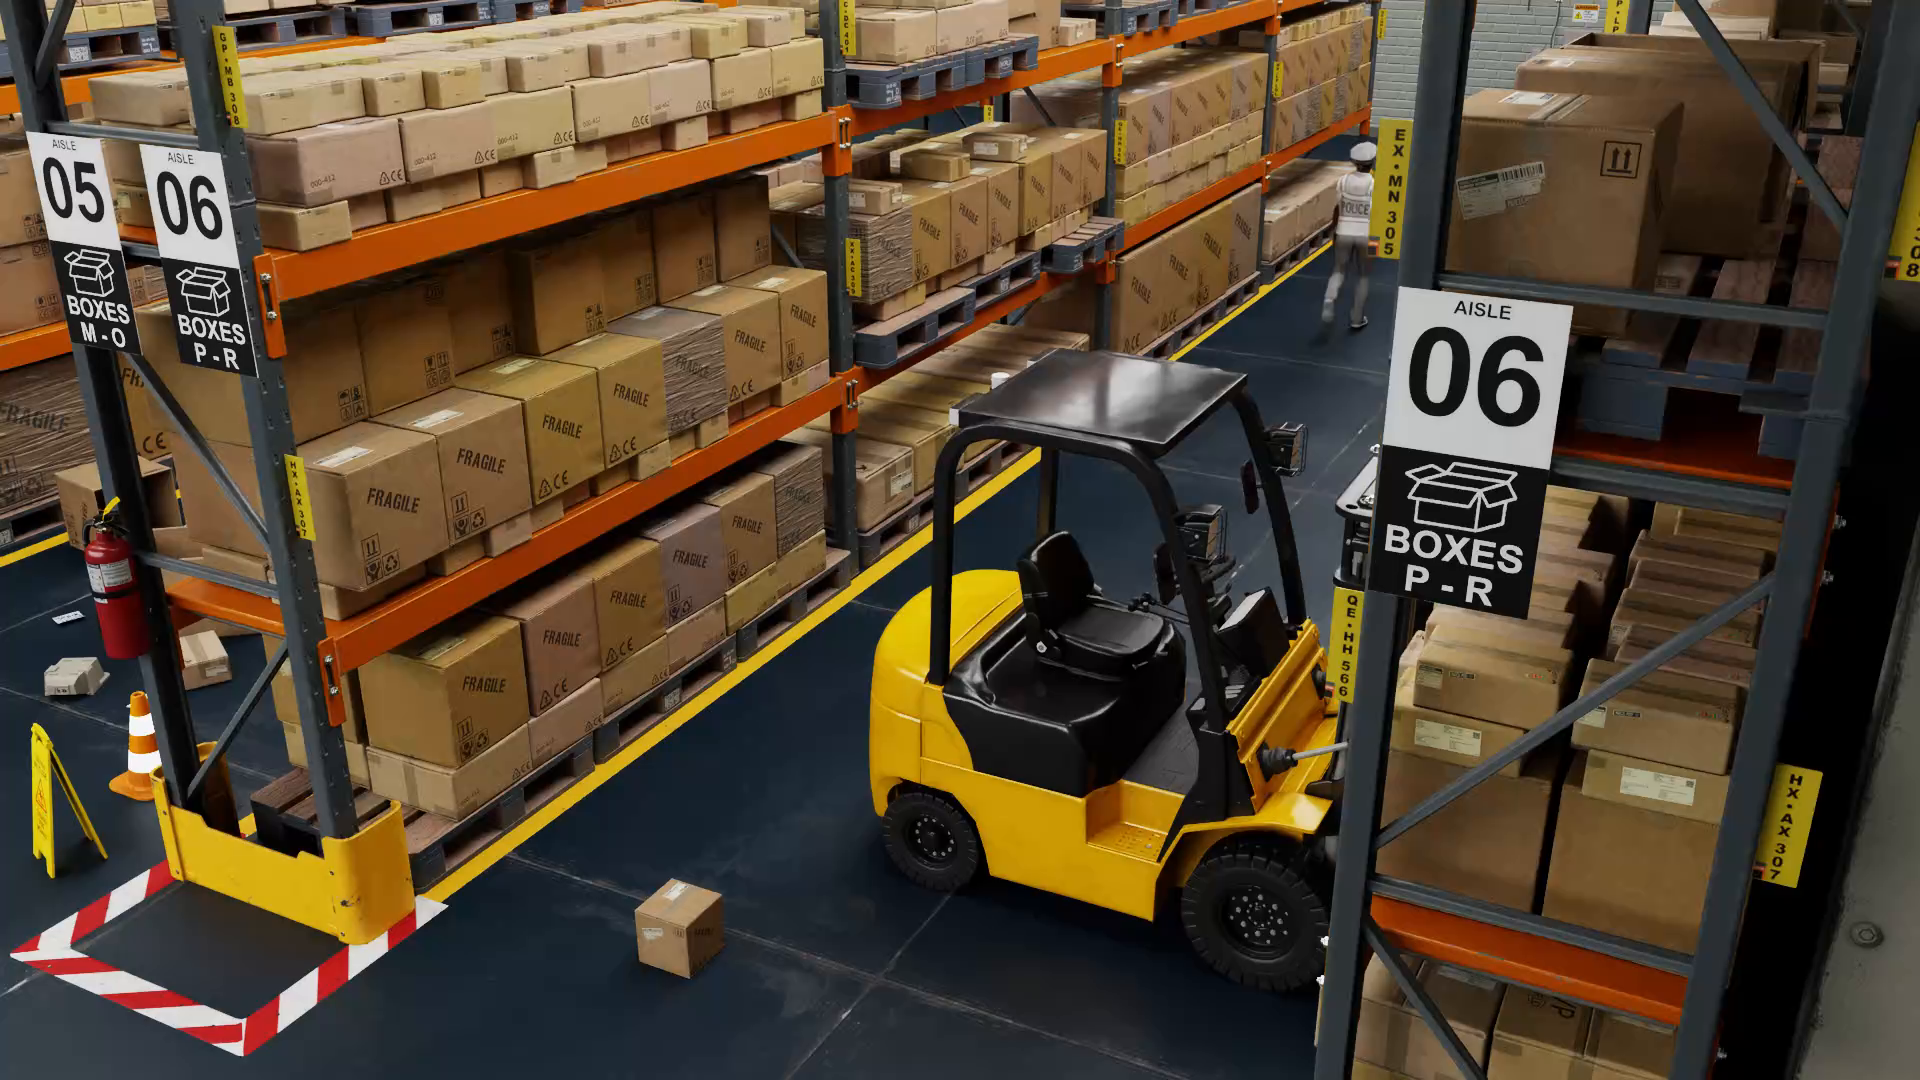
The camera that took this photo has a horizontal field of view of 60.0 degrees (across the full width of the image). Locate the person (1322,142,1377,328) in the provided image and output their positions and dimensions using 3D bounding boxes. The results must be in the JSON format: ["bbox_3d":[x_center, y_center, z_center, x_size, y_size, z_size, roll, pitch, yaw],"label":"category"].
[{"bbox_3d":[3.546,-2.717,14.947,0.446,1.679,0.632,11,25,25],"label":"person"}]
